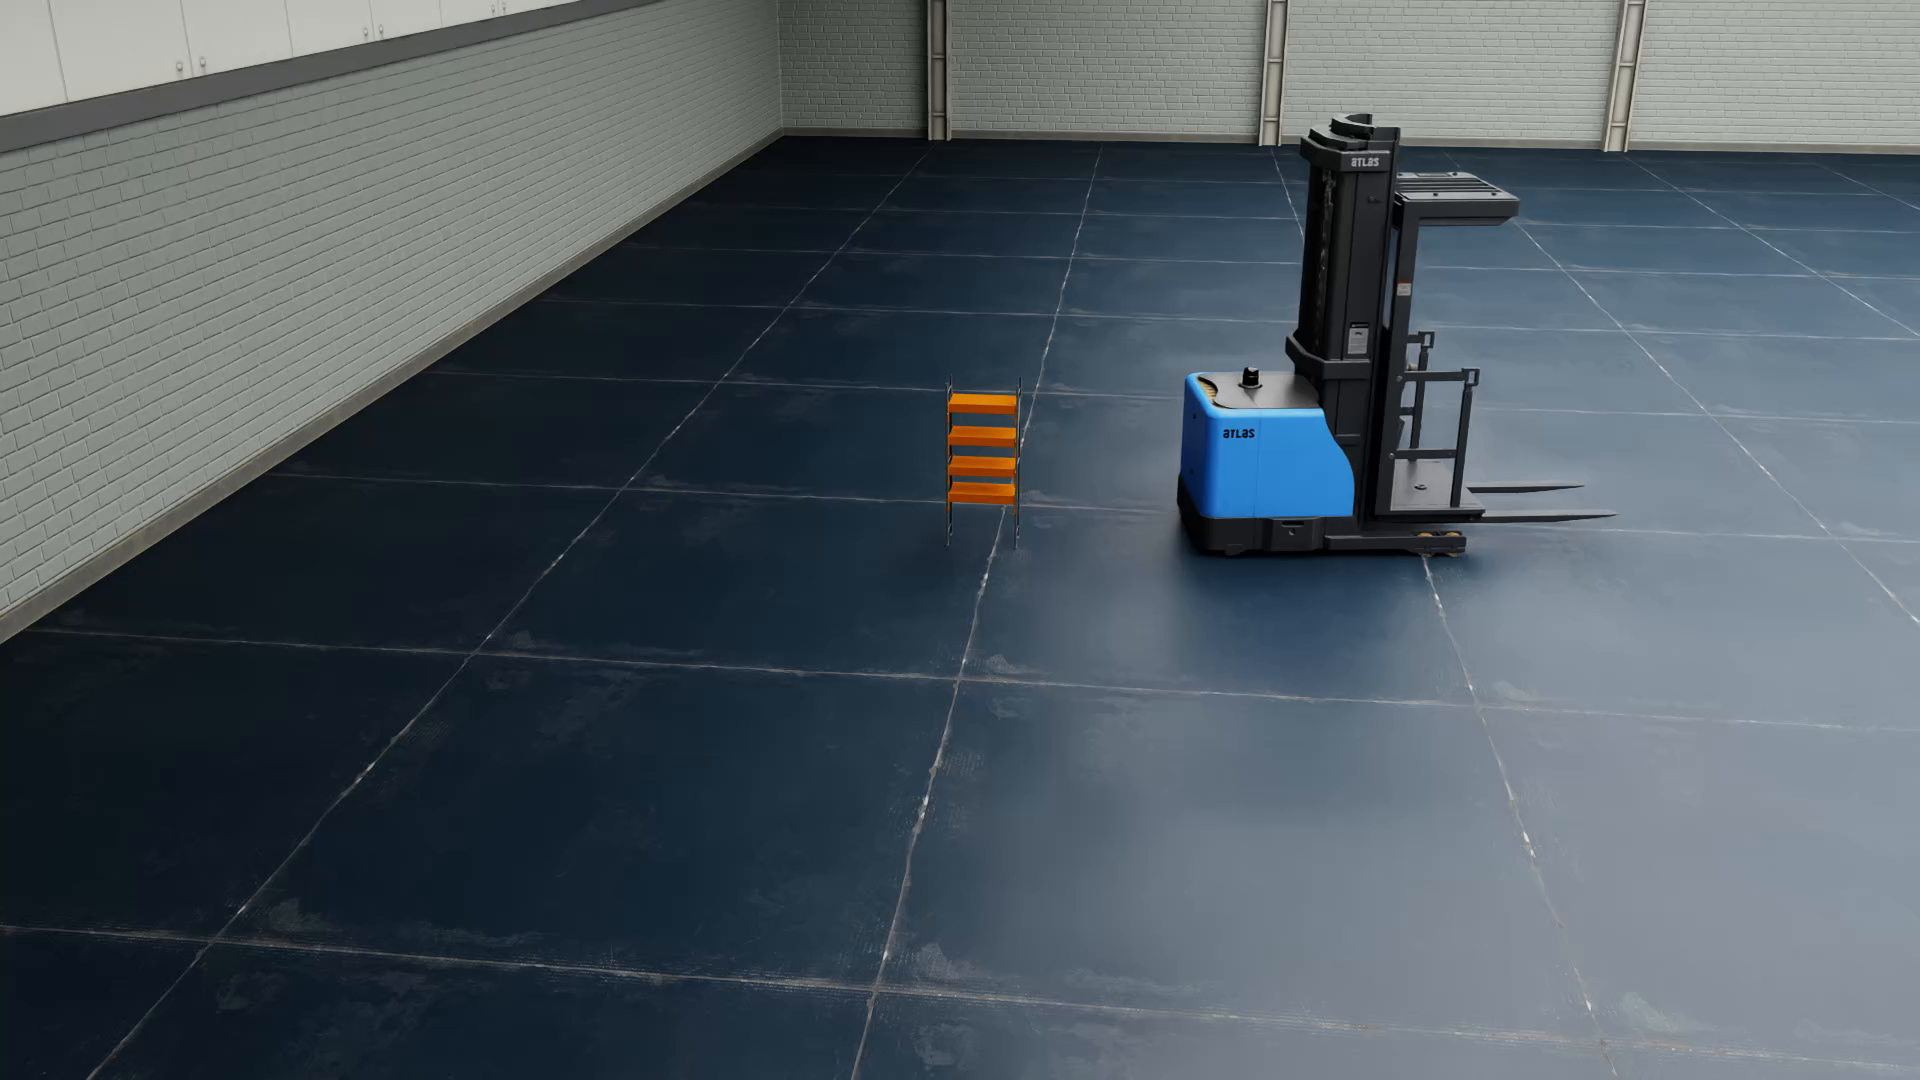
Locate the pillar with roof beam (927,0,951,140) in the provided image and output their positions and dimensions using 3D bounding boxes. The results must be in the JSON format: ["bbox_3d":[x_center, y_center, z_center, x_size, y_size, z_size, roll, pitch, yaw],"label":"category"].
[{"bbox_3d":[-0.880,-10.014,25.058,0.400,9.000,9.100,2,22,6],"label":"pillar with roof beam"}]

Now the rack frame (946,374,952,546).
[{"bbox_3d":[-0.078,-0.561,11.755,0.015,1.200,0.240,2,22,6],"label":"rack frame"}]

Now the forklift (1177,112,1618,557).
[{"bbox_3d":[3.157,-1.438,11.618,3.031,2.935,1.130,-1,22,-2],"label":"forklift"}]

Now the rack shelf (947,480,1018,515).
[{"bbox_3d":[0.164,-0.304,11.826,0.480,0.148,0.258,2,22,6],"label":"rack shelf"}]

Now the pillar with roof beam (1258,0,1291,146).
[{"bbox_3d":[5.078,-9.755,24.401,0.400,9.000,9.100,2,22,6],"label":"pillar with roof beam"}]

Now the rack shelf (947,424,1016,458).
[{"bbox_3d":[0.164,-0.696,11.671,0.480,0.148,0.258,2,22,6],"label":"rack shelf"}]

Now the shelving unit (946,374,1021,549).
[{"bbox_3d":[0.164,-0.551,11.728,0.503,1.200,0.258,2,22,6],"label":"shelving unit"}]

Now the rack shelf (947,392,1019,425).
[{"bbox_3d":[0.164,-0.916,11.584,0.480,0.148,0.258,2,22,6],"label":"rack shelf"}]

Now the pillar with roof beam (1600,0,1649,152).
[{"bbox_3d":[11.037,-9.495,23.744,0.400,9.000,9.100,2,22,6],"label":"pillar with roof beam"}]

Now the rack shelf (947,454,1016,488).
[{"bbox_3d":[0.164,-0.488,11.753,0.480,0.148,0.258,2,22,6],"label":"rack shelf"}]

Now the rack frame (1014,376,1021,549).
[{"bbox_3d":[0.407,-0.540,11.701,0.015,1.200,0.240,2,22,6],"label":"rack frame"}]
